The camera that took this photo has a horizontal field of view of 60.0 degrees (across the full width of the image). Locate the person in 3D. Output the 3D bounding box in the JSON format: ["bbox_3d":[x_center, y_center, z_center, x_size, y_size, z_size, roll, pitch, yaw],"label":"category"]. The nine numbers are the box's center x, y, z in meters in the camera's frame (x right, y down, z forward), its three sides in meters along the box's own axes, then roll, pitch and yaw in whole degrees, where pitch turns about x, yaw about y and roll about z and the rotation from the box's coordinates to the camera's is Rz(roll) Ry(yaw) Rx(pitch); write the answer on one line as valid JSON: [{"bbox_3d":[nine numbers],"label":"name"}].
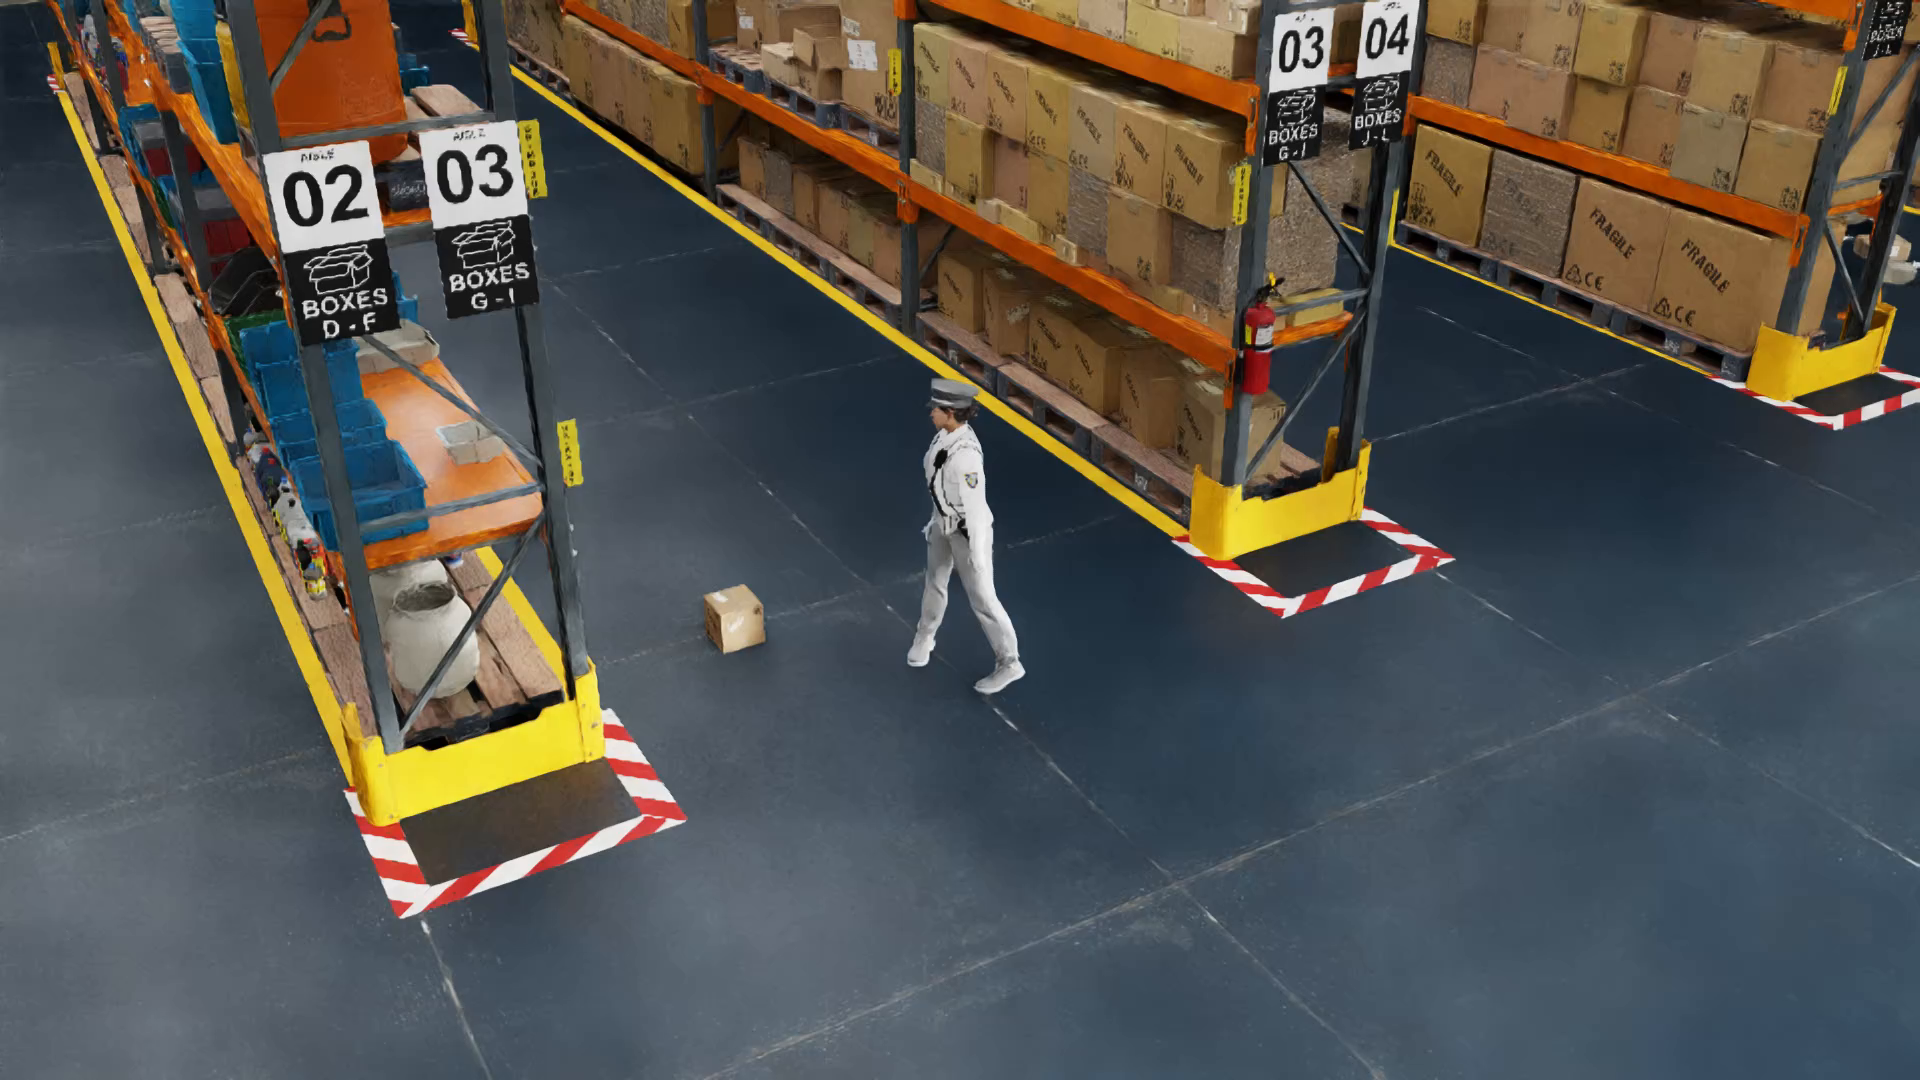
[{"bbox_3d":[0.004,-0.024,8.607,0.552,1.666,0.579,-9,30,-15],"label":"person"}]
